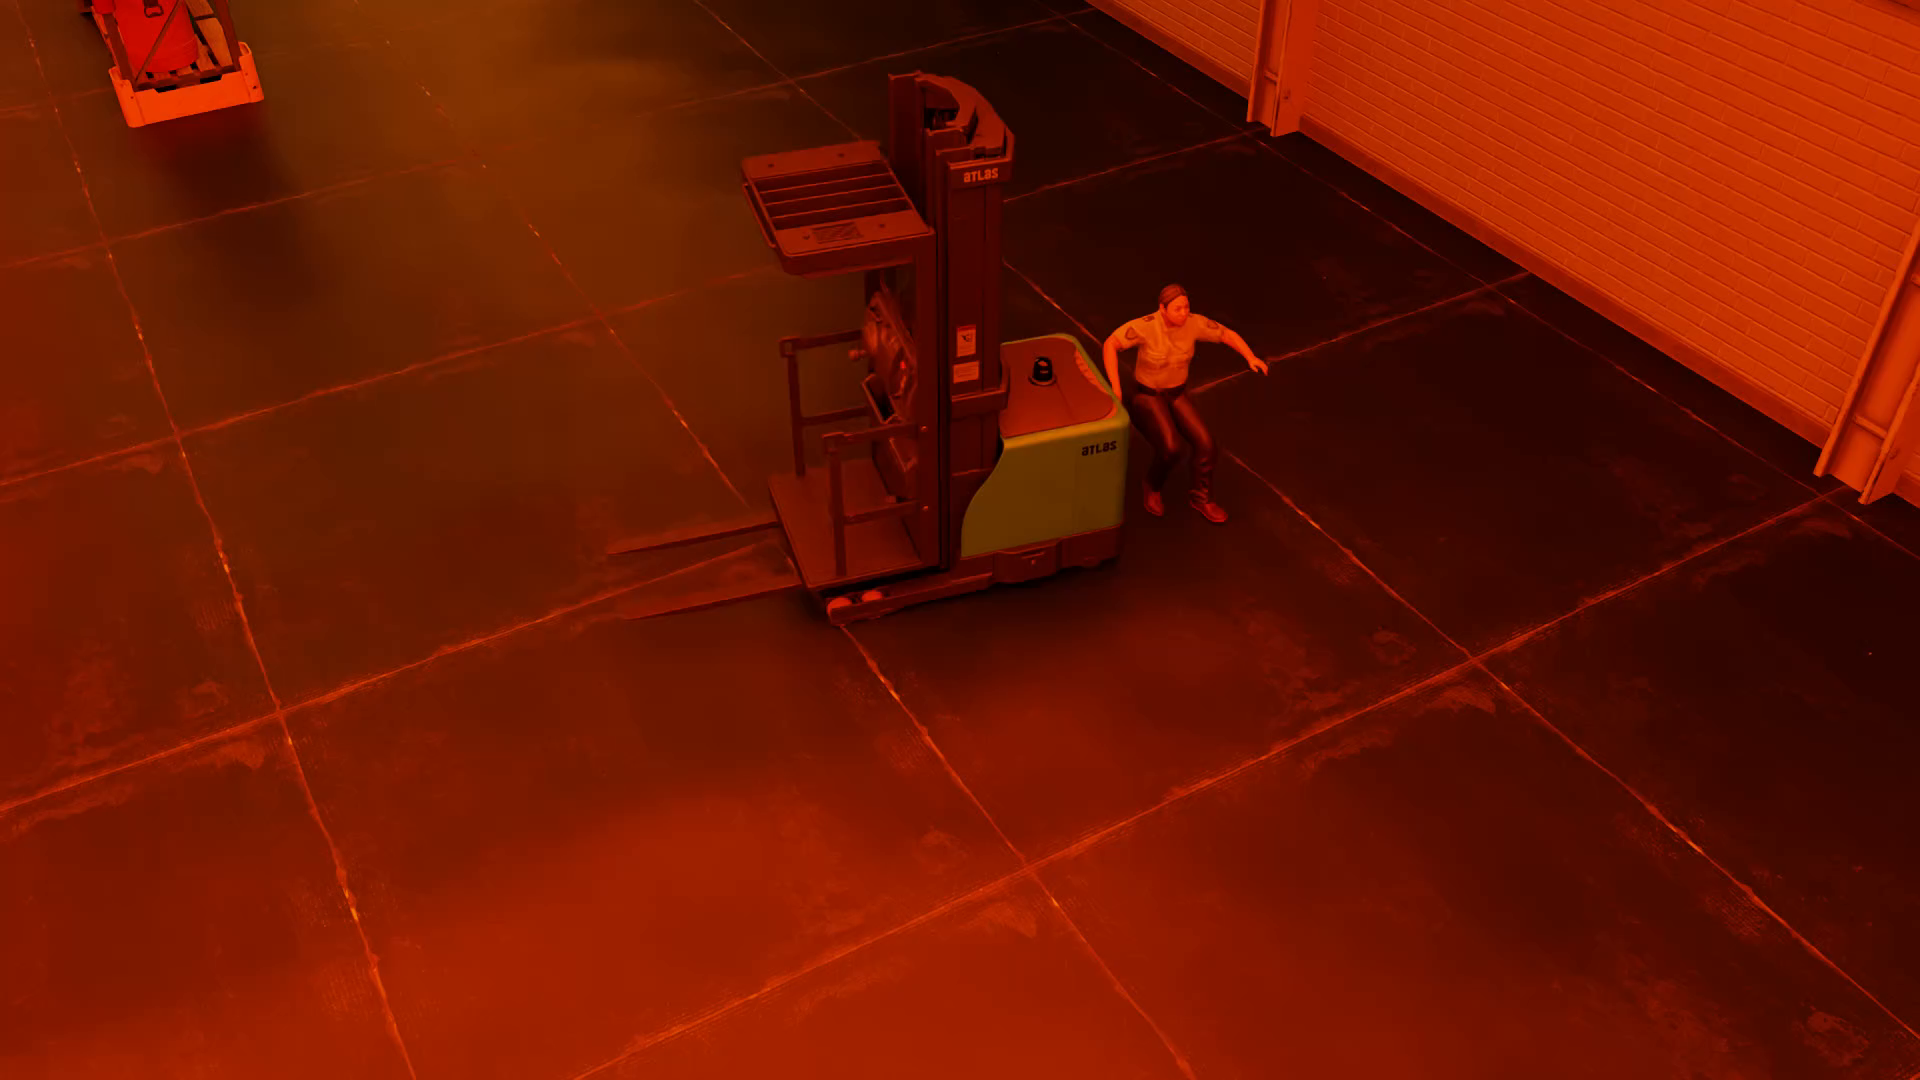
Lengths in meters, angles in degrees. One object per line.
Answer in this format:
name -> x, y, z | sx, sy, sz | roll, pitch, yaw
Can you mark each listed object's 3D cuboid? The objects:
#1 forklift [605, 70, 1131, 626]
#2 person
forklift -> -0.580, -1.006, 9.250 | 3.031, 2.935, 1.130 | -12, 41, -14
person -> 1.324, -0.803, 10.182 | 0.933, 1.415, 0.797 | -21, 44, -24
